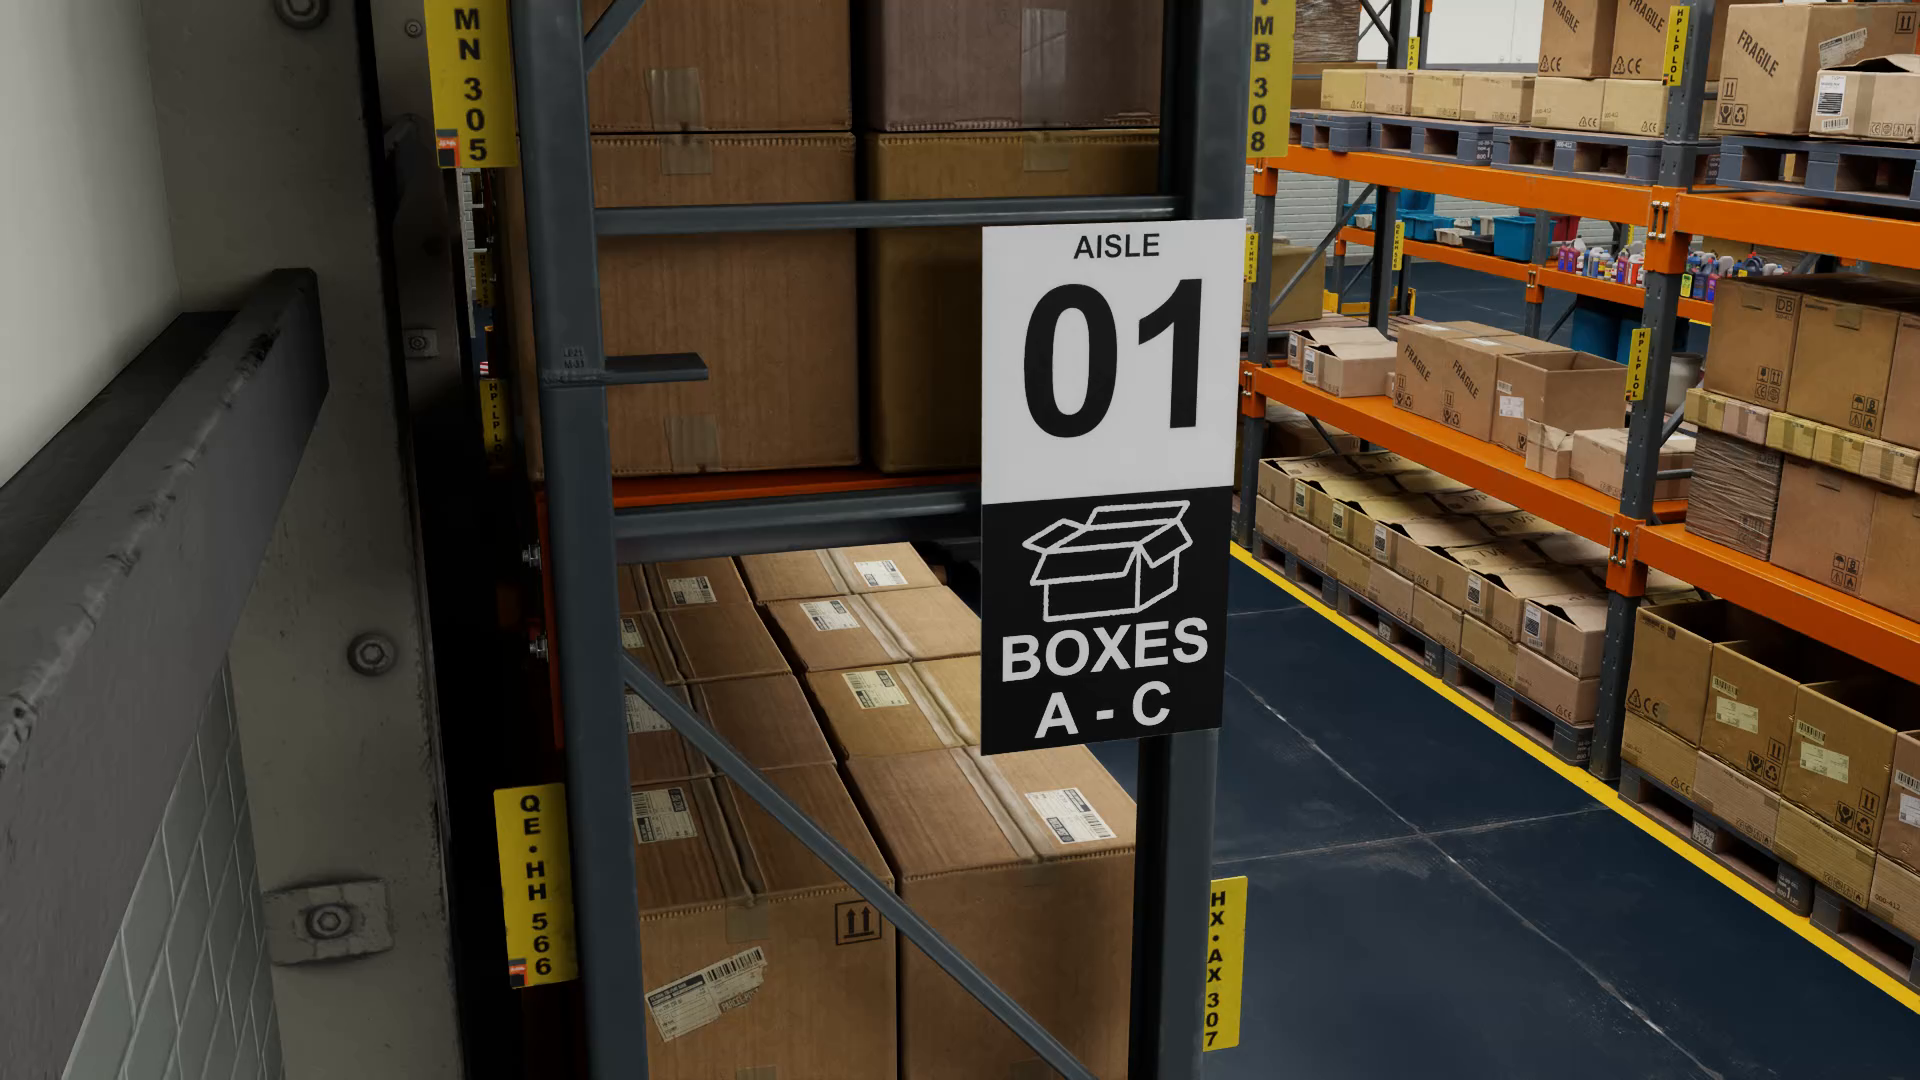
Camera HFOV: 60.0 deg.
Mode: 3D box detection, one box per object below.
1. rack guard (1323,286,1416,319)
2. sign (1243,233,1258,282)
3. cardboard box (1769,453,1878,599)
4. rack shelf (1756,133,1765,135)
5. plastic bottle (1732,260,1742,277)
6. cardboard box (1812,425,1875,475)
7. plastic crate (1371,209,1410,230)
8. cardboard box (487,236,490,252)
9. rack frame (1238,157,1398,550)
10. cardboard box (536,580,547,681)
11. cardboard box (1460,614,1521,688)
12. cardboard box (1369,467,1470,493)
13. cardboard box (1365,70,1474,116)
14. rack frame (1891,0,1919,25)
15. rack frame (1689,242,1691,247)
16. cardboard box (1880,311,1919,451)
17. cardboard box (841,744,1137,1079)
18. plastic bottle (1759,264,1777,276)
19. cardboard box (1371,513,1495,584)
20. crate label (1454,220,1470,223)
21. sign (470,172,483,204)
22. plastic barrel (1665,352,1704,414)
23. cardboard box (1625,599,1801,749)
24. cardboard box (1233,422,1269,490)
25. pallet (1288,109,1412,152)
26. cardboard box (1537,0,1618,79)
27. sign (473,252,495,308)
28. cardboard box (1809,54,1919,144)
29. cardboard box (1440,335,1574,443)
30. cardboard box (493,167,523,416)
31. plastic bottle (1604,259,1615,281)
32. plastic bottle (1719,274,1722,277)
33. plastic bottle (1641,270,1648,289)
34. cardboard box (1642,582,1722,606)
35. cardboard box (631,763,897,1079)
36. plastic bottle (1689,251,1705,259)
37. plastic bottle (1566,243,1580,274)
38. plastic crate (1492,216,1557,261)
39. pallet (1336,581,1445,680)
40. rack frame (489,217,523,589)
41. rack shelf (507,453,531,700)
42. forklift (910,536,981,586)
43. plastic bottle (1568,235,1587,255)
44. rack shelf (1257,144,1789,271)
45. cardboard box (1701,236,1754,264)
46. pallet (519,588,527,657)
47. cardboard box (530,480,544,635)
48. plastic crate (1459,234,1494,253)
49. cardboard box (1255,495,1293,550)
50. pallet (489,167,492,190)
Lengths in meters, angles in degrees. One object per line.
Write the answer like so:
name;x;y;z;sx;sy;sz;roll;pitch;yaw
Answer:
rack guard;5.022;-2.836;20.525;1.175;0.500;0.348;-5;17;-15
sign;1.956;-1.895;11.173;0.100;0.325;0.005;-5;17;-15
cardboard box;3.854;-0.098;6.891;0.700;0.500;0.500;-5;17;-16
rack shelf;6.690;-3.460;14.293;1.077;0.370;4.000;-5;17;-15
plastic bottle;6.935;-2.363;14.827;0.097;0.271;0.097;0;17;0
cardboard box;3.677;-0.374;6.680;0.380;0.149;0.250;-5;17;-16
plastic crate;4.973;-3.700;19.242;0.416;0.233;0.300;-5;17;-15
cardboard box;-2.799;-1.839;10.831;0.500;0.250;0.500;-5;18;-17
rack frame;2.475;-1.424;11.479;1.000;3.000;0.127;-5;17;-15
cardboard box;-1.264;0.284;6.018;0.500;0.250;0.500;-5;17;-15
cardboard box;3.045;0.566;8.903;0.500;0.250;0.500;-5;17;-16
cardboard box;3.005;-0.308;10.839;0.500;0.311;0.500;-5;17;-16
cardboard box;2.816;-2.725;10.128;0.500;0.250;0.500;-4;17;-14
rack frame;7.239;-4.688;11.917;1.000;3.000;0.127;-5;17;-15
rack frame;9.803;-4.419;21.450;1.000;3.000;0.127;-5;17;-15
cardboard box;3.980;-0.586;6.262;0.700;0.500;0.500;-5;17;-15
cardboard box;0.070;0.729;3.235;0.500;0.500;0.500;-5;17;-15
plastic bottle;7.050;-2.284;14.558;0.152;0.276;0.135;-5;17;-15
cardboard box;2.769;0.019;9.749;0.500;0.311;0.500;-5;17;-16
crate label;5.605;-3.562;18.952;0.396;0.136;0.243;-5;17;-15
sign;-5.020;-3.655;17.262;0.100;0.325;0.005;-5;17;-15
plastic barrel;6.537;-1.420;15.059;0.421;0.512;0.421;0;17;0
cardboard box;3.401;0.592;7.514;0.500;0.500;0.500;-5;17;-15
cardboard box;1.993;-0.678;12.575;0.500;0.500;0.500;-4;17;-13
pallet;2.748;-2.590;10.474;1.213;0.211;1.003;-4;17;-13
cardboard box;3.264;-2.572;8.314;0.500;0.500;0.500;-3;17;-10
sign;-2.819;-1.541;9.856;0.100;0.325;0.005;-5;17;-15
cardboard box;3.608;-1.670;6.266;0.500;0.311;0.500;-6;18;-18
cardboard box;3.097;-0.864;9.439;0.500;0.500;0.500;-5;17;-15
cardboard box;-0.602;-0.542;3.121;0.500;0.500;0.500;-5;17;-15
plastic bottle;6.034;-2.506;15.424;0.097;0.201;0.097;0;17;0
plastic bottle;6.491;-2.216;14.317;0.061;0.283;0.133;-5;17;-15
plastic bottle;6.219;-2.383;14.888;0.152;0.276;0.135;-5;17;-15
cardboard box;3.701;0.395;8.497;0.500;0.311;0.500;-5;17;-15
cardboard box;-0.422;0.771;3.094;0.500;0.500;0.500;-5;17;-16
plastic bottle;6.798;-2.538;15.402;0.152;0.276;0.135;-5;17;-15
plastic bottle;5.867;-2.693;15.907;0.061;0.283;0.133;-5;17;-15
plastic crate;5.684;-3.044;16.797;0.392;0.384;0.575;-5;17;-15
pallet;2.996;0.479;9.991;1.003;0.211;1.213;-5;17;-15
rack frame;-2.286;-1.032;10.172;1.000;3.000;0.127;-5;17;-15
rack shelf;-1.737;-0.134;8.434;1.077;0.370;4.000;-5;17;-15
forklift;0.240;-1.210;10.885;1.130;2.935;3.031;-5;18;-18
plastic bottle;5.936;-2.763;16.023;0.144;0.351;0.185;-5;17;-15
rack shelf;3.025;-1.963;9.310;1.077;0.370;4.000;-5;17;-15
cardboard box;10.056;-3.432;21.127;0.875;0.875;0.875;-5;17;-15
pallet;-2.073;0.520;9.853;1.003;0.211;1.213;-5;17;-15
cardboard box;-1.120;0.068;5.434;0.500;0.500;0.500;-5;17;-16
plastic crate;5.574;-3.107;17.454;0.437;0.125;0.590;-5;17;-15
cardboard box;2.337;-0.140;11.255;0.500;0.250;0.500;-5;17;-15
pallet;-1.542;-1.738;7.635;1.213;0.211;1.003;-5;17;-15
